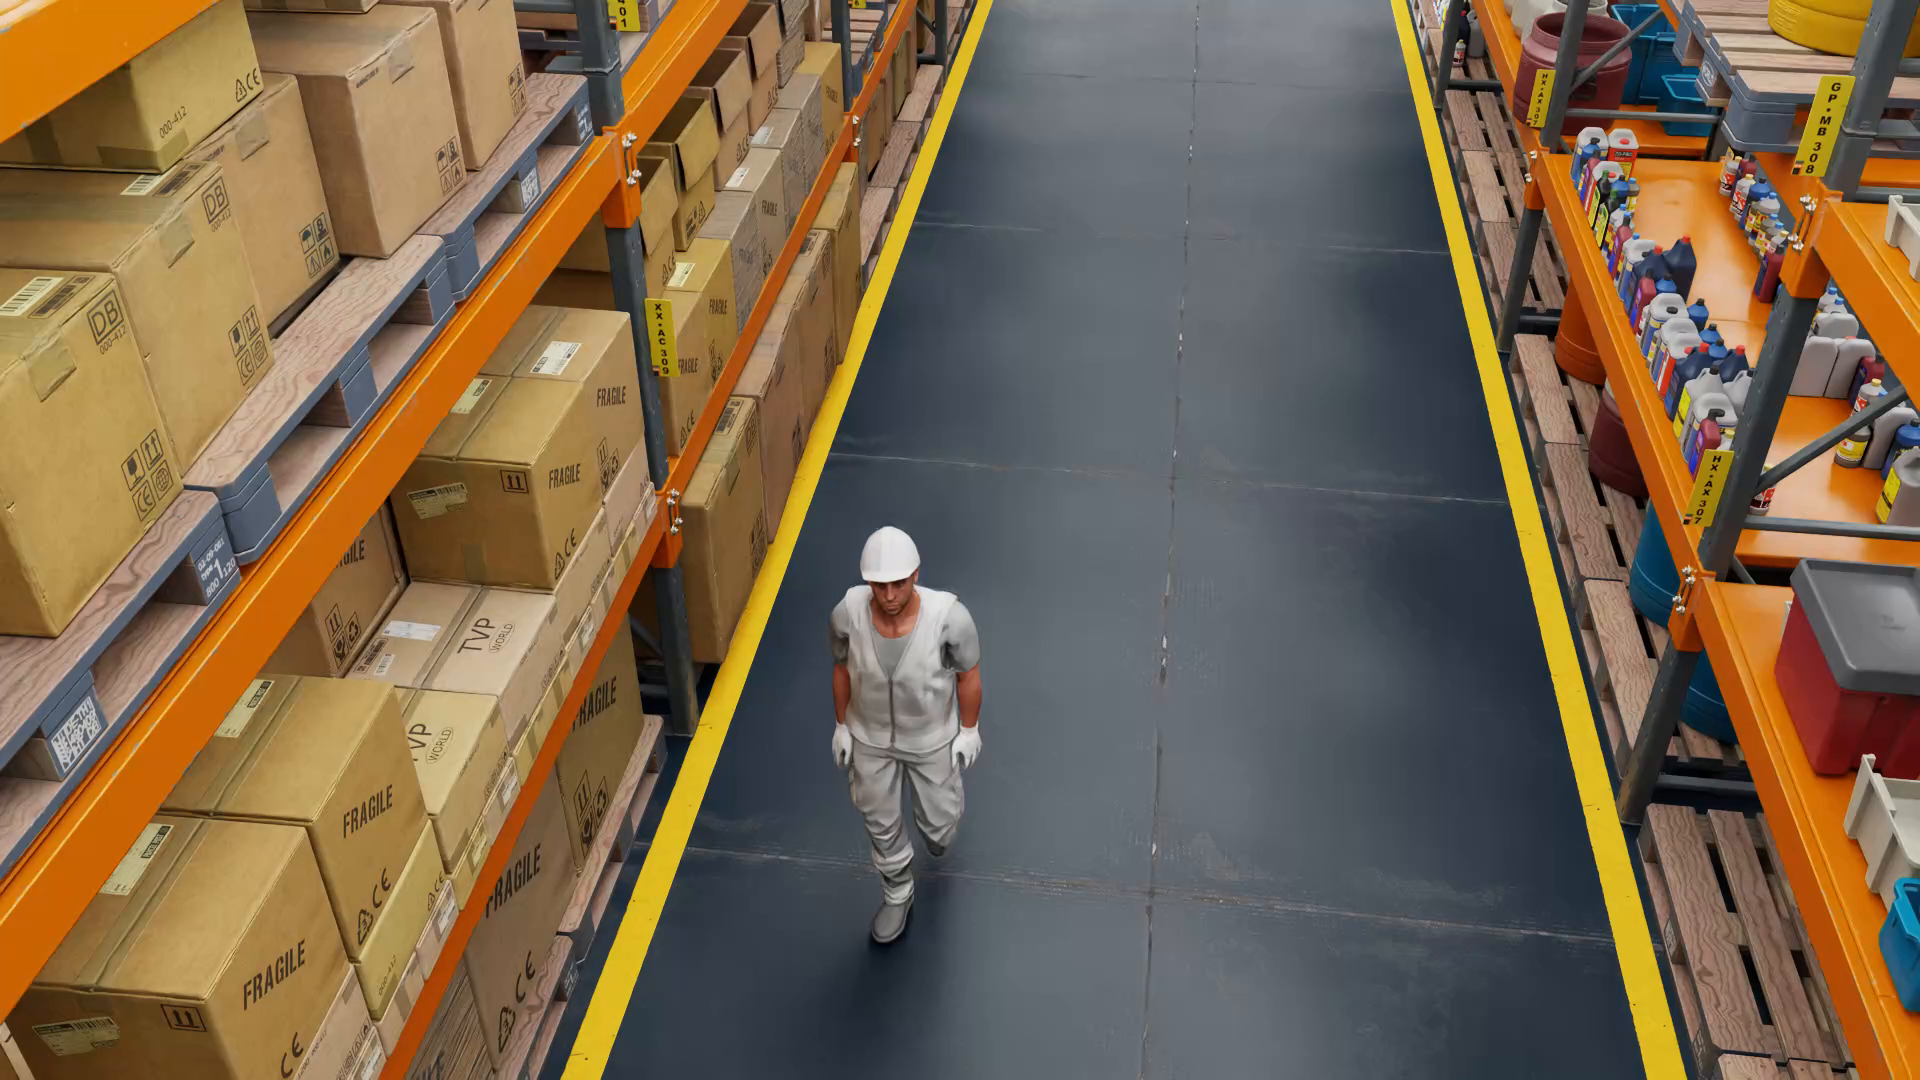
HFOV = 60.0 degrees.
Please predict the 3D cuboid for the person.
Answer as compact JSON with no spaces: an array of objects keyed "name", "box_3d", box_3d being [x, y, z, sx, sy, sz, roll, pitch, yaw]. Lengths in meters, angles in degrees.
[{"name":"person","box_3d":[-0.187,0.660,6.069,0.546,1.779,0.645,6,36,8]}]
